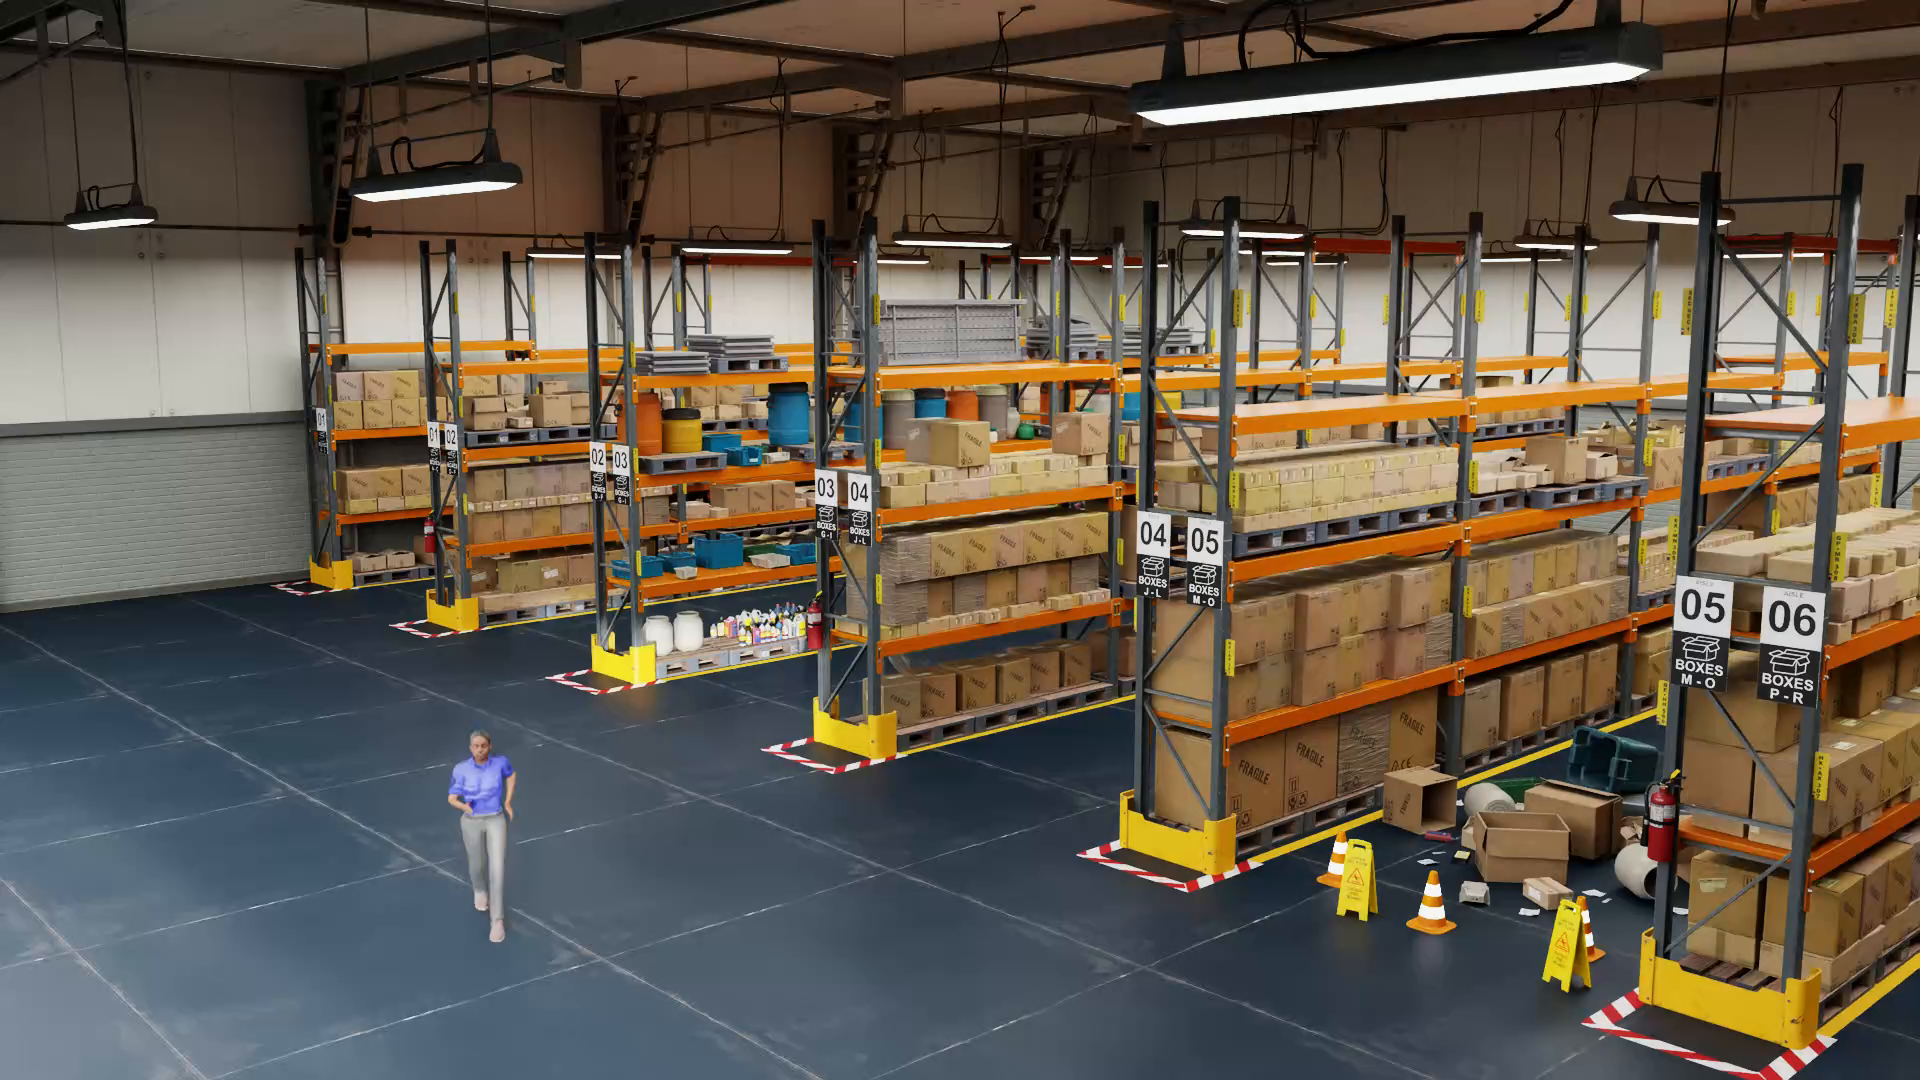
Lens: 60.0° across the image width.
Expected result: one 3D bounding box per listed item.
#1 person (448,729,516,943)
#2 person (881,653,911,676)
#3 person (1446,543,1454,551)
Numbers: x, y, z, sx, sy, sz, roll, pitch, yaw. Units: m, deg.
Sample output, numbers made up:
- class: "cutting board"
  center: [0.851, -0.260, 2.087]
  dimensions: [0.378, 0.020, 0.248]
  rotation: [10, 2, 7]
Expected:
- class: "person"
  center: [-3.909, 2.355, 13.652]
  dimensions: [0.539, 1.675, 0.899]
  rotation: [-2, 9, -15]
- class: "person"
  center: [-0.897, 1.159, 21.449]
  dimensions: [0.745, 1.842, 0.662]
  rotation: [-7, 11, -40]
- class: "person"
  center: [7.129, 0.843, 24.152]
  dimensions: [0.498, 1.638, 0.782]
  rotation: [7, 11, 39]
